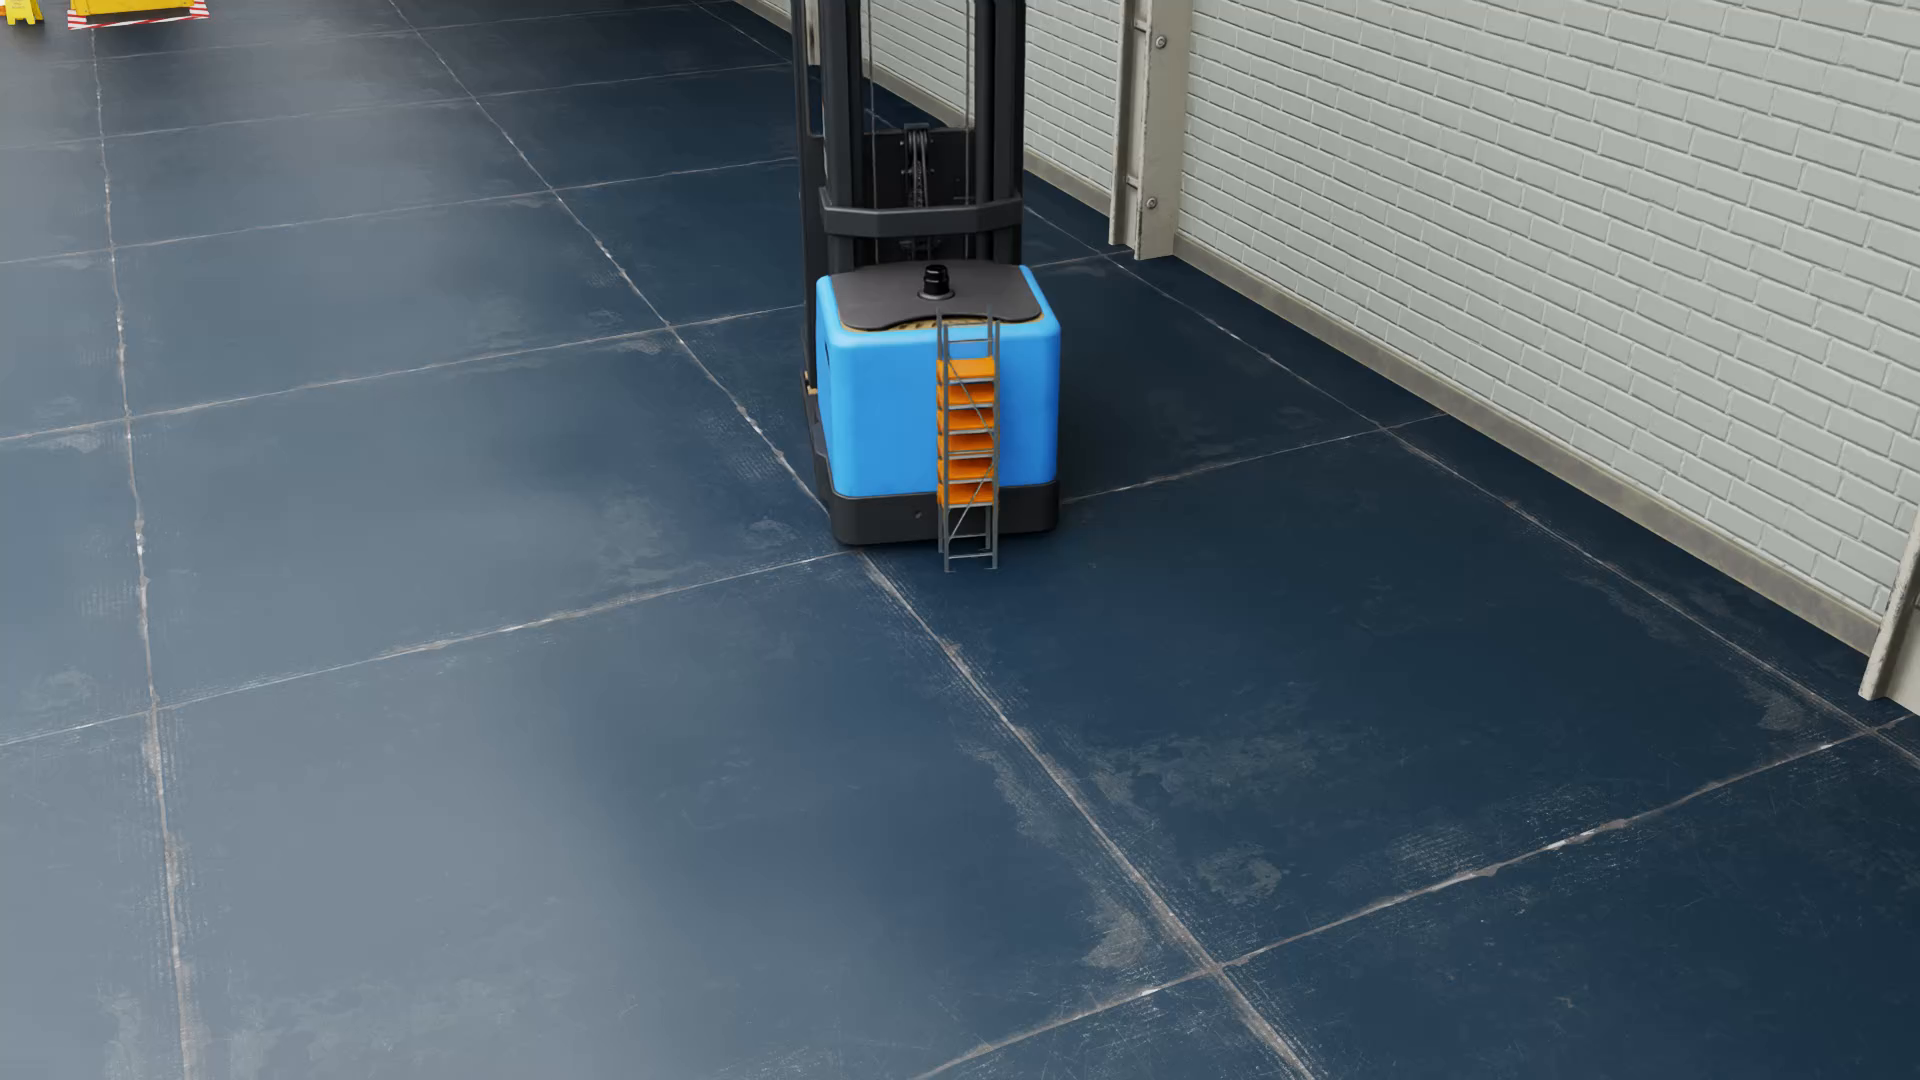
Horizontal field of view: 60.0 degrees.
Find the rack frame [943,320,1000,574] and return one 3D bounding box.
[{"bbox_3d":[0.049,-0.382,7.204,0.240,1.200,0.006,-4,30,-8],"label":"rack frame"}]

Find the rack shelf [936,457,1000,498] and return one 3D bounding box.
[{"bbox_3d":[0.035,-0.283,7.364,0.258,0.103,0.180,-4,30,-8],"label":"rack shelf"}]

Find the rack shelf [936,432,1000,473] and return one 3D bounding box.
[{"bbox_3d":[0.035,-0.387,7.305,0.258,0.103,0.180,-4,30,-8],"label":"rack shelf"}]

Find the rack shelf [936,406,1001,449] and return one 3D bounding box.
[{"bbox_3d":[0.035,-0.492,7.246,0.258,0.103,0.180,-4,30,-8],"label":"rack shelf"}]

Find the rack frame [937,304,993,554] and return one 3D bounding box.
[{"bbox_3d":[0.021,-0.470,7.362,0.240,1.200,0.006,-4,30,-8],"label":"rack frame"}]

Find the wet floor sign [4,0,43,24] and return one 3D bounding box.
[{"bbox_3d":[-9.795,-5.714,17.280,0.267,0.644,0.232,-3,29,-5],"label":"wet floor sign"}]

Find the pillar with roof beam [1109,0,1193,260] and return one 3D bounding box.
[{"bbox_3d":[-2.650,-5.002,7.469,9.100,9.000,0.400,-13,32,-22],"label":"pillar with roof beam"}]

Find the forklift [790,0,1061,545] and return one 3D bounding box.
[{"bbox_3d":[-0.275,-1.957,8.243,1.130,2.935,3.031,-4,30,-8],"label":"forklift"}]

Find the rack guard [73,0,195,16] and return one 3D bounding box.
[{"bbox_3d":[-8.943,-5.993,17.926,1.175,0.500,0.348,-13,32,-22],"label":"rack guard"}]

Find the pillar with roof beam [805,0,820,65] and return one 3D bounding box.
[{"bbox_3d":[-5.226,-7.652,12.196,9.100,9.000,0.400,-13,32,-22],"label":"pillar with roof beam"}]

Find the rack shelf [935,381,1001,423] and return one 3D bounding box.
[{"bbox_3d":[0.035,-0.597,7.188,0.258,0.103,0.180,-4,30,-8],"label":"rack shelf"}]

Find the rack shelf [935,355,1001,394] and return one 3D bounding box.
[{"bbox_3d":[0.035,-0.701,7.129,0.258,0.103,0.180,-4,30,-8],"label":"rack shelf"}]

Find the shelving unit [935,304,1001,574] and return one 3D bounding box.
[{"bbox_3d":[0.035,-0.426,7.283,0.258,1.200,0.189,-4,30,-8],"label":"shelving unit"}]

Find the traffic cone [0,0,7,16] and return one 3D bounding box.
[{"bbox_3d":[-10.260,-5.862,17.731,0.336,0.463,0.334,-13,32,-22],"label":"traffic cone"}]

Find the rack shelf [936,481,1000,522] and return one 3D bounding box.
[{"bbox_3d":[0.035,-0.178,7.422,0.258,0.103,0.180,-4,30,-8],"label":"rack shelf"}]
